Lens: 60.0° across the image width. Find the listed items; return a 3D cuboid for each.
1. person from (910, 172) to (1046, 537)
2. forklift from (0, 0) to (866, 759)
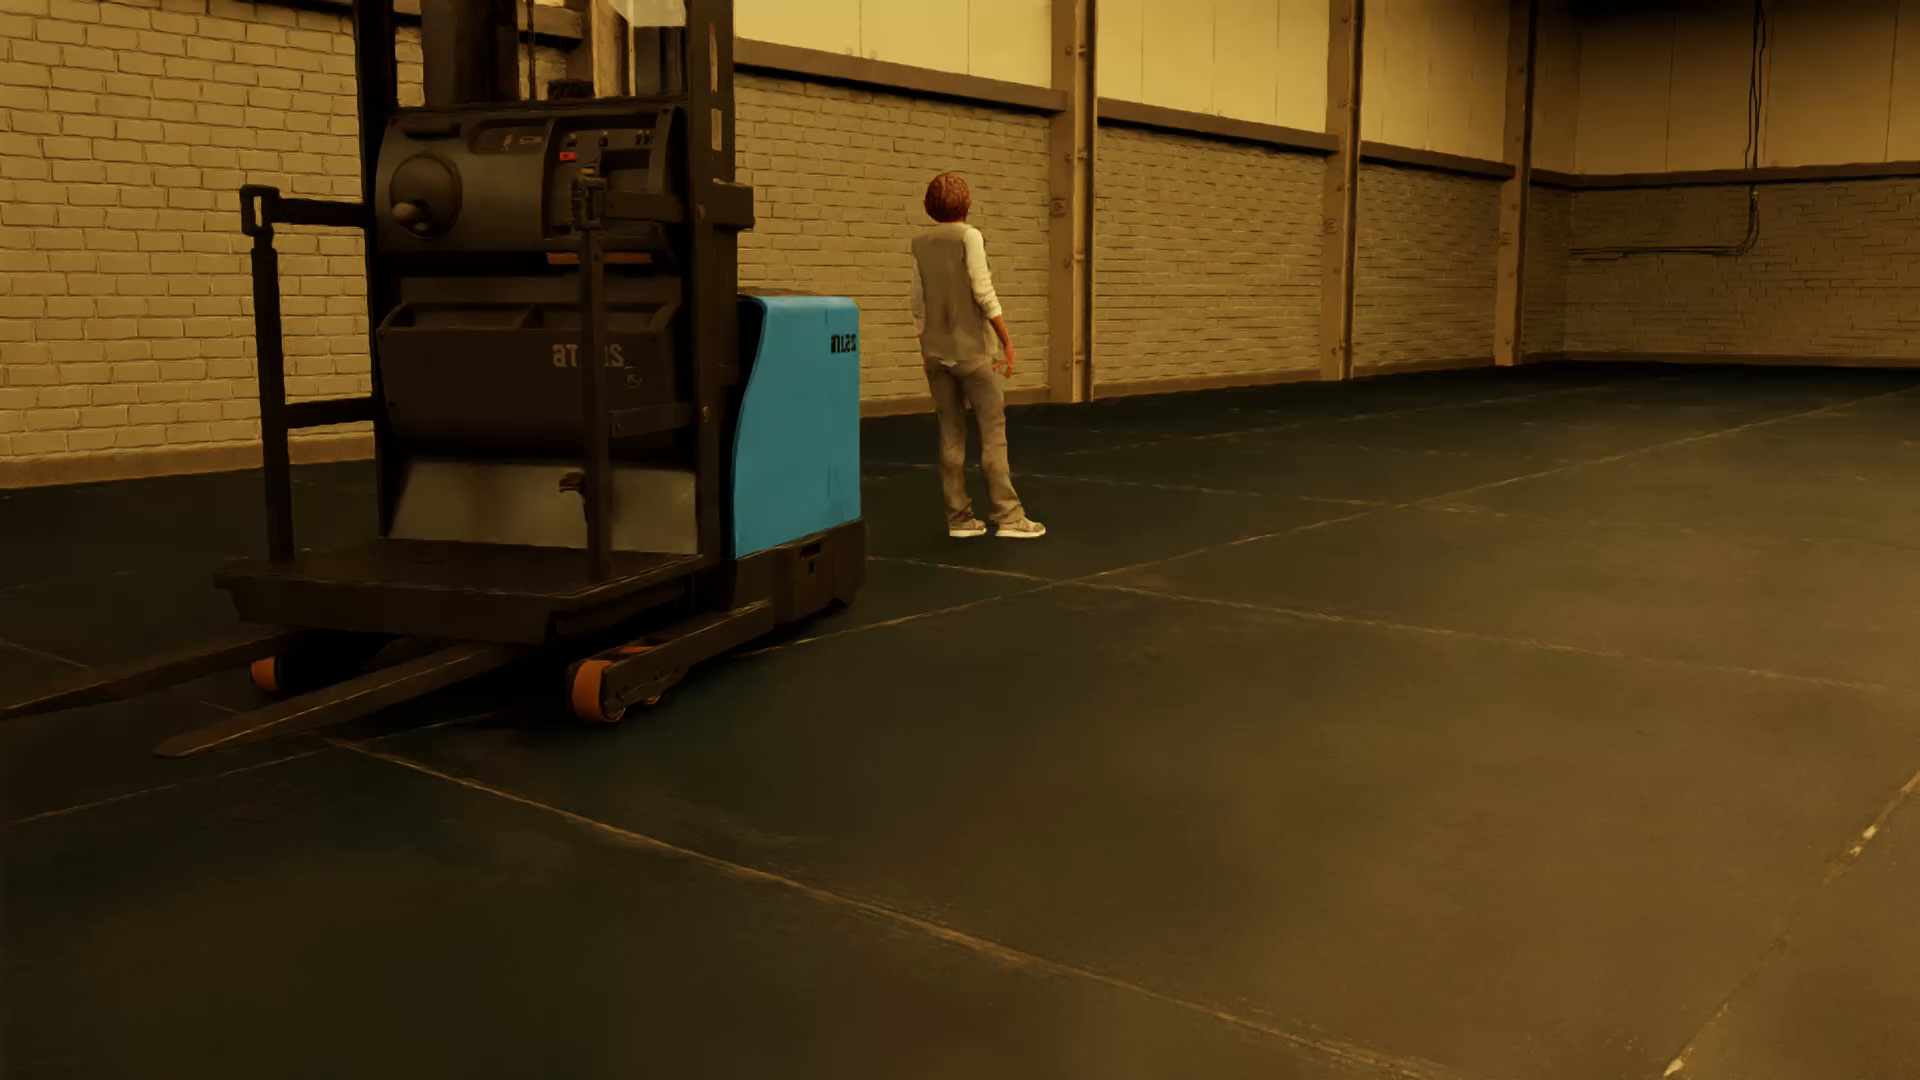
[{"bbox_3d":[0.057,-0.804,7.337,0.521,1.597,0.474,7,11,38],"label":"person"},{"bbox_3d":[-1.291,-1.049,4.451,1.130,2.935,3.031,3,9,19],"label":"forklift"}]
